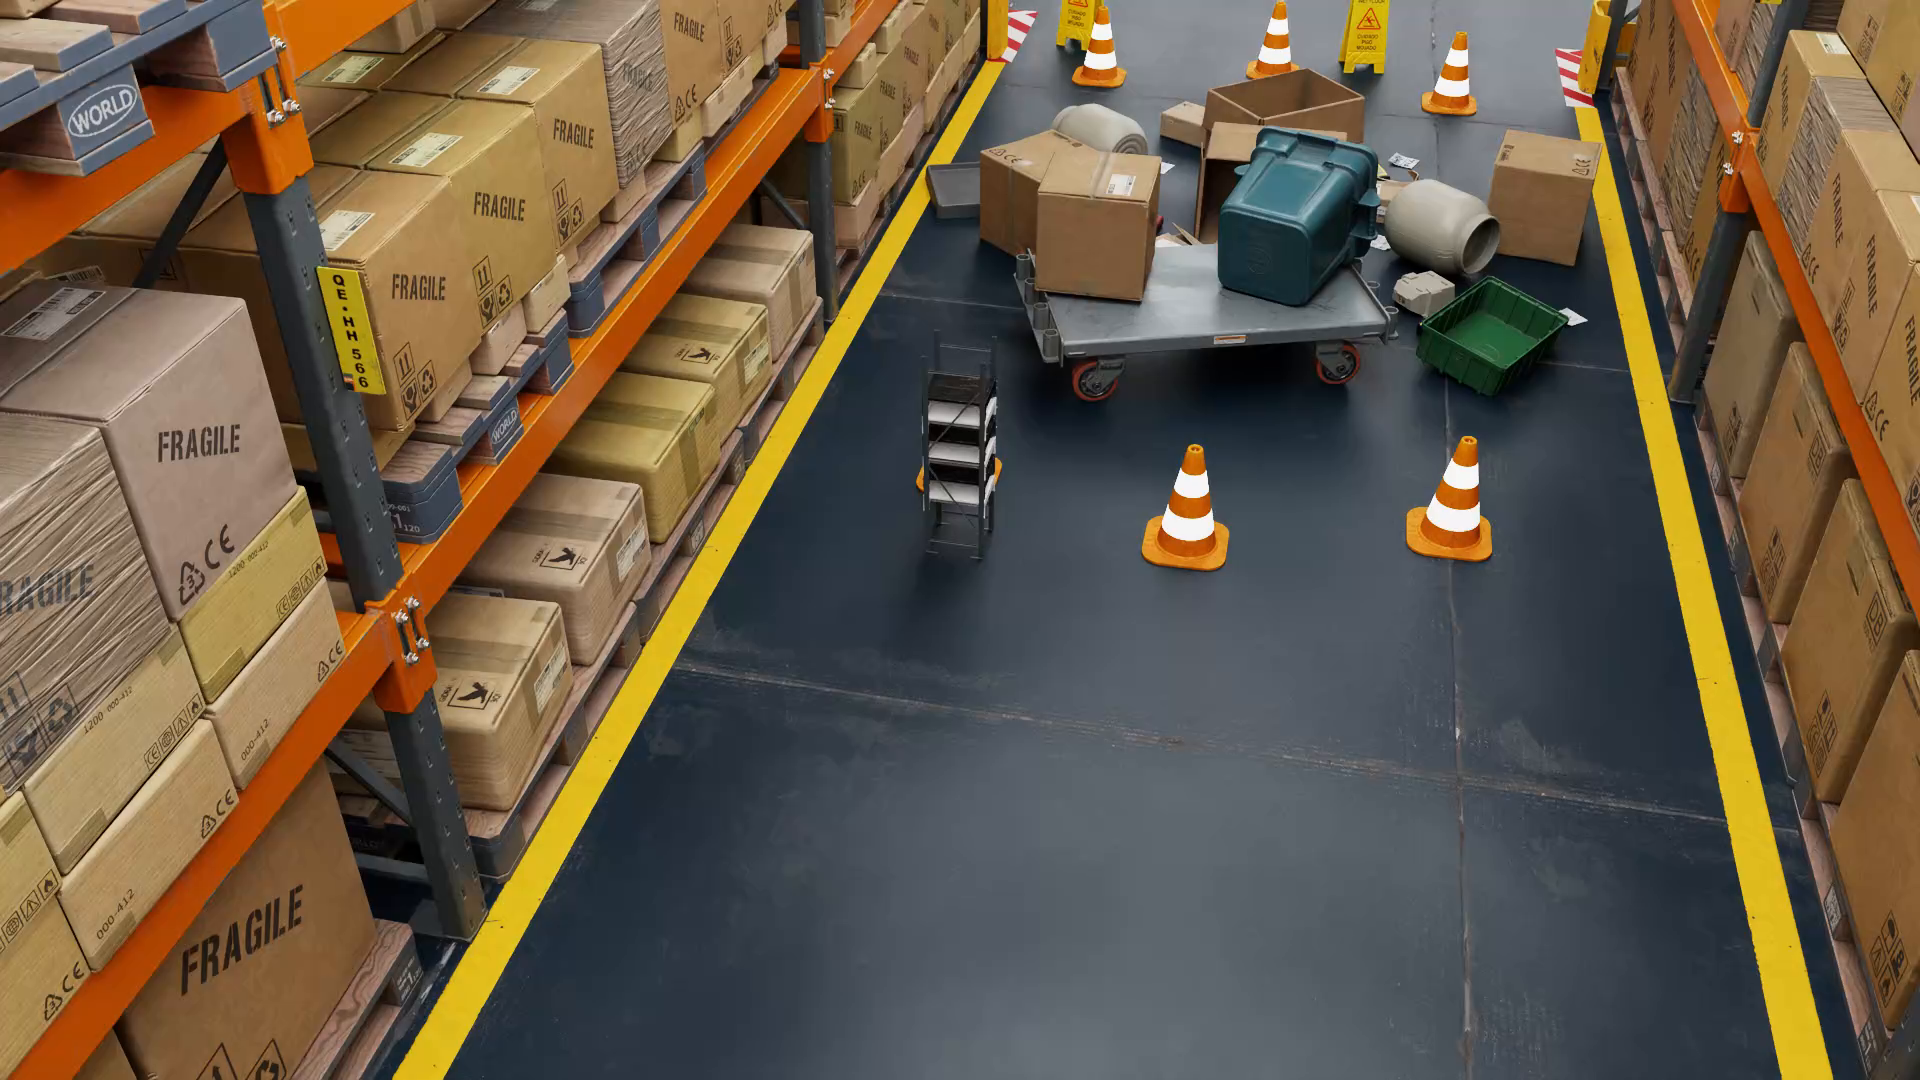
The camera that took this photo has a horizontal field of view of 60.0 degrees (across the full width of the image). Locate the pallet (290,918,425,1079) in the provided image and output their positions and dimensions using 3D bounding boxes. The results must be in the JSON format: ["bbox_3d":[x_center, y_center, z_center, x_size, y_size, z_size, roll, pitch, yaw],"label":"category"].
[{"bbox_3d":[-2.202,1.489,4.516,1.003,0.211,1.213,7,37,10],"label":"pallet"}]

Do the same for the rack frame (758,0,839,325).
[{"bbox_3d":[-1.106,-2.376,7.473,1.000,3.000,0.127,7,37,10],"label":"rack frame"}]

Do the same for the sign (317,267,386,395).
[{"bbox_3d":[-1.417,-0.484,3.875,0.100,0.325,0.005,7,37,10],"label":"sign"}]

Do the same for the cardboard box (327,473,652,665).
[{"bbox_3d":[-1.680,0.064,5.987,0.950,0.372,0.625,7,36,9],"label":"cardboard box"}]

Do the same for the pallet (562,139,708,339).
[{"bbox_3d":[-1.577,-1.145,5.938,1.003,0.211,1.213,7,37,10],"label":"pallet"}]

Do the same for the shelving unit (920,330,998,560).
[{"bbox_3d":[-0.002,-0.360,6.479,0.258,0.900,0.210,7,37,10],"label":"shelving unit"}]

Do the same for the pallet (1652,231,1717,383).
[{"bbox_3d":[3.991,-1.111,8.103,1.003,0.211,1.213,7,37,10],"label":"pallet"}]

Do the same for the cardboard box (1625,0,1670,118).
[{"bbox_3d":[4.526,-3.020,9.813,0.875,0.875,0.875,8,37,10],"label":"cardboard box"}]

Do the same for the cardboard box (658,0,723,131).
[{"bbox_3d":[-1.201,-1.834,6.028,0.500,0.500,0.500,9,37,12],"label":"cardboard box"}]

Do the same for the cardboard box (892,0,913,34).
[{"bbox_3d":[-0.468,-2.817,8.875,0.380,0.149,0.250,9,37,13],"label":"cardboard box"}]

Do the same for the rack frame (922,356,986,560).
[{"bbox_3d":[-0.023,-0.301,6.399,0.240,0.900,0.006,7,37,10],"label":"rack frame"}]

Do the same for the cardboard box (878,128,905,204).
[{"bbox_3d":[-0.613,-2.045,9.000,0.500,0.250,0.500,9,37,13],"label":"cardboard box"}]

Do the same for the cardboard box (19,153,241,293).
[{"bbox_3d":[-2.134,-0.709,4.476,0.500,0.500,0.500,6,36,9],"label":"cardboard box"}]

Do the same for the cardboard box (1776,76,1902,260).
[{"bbox_3d":[3.269,-1.297,5.898,0.500,0.500,0.500,8,37,10],"label":"cardboard box"}]

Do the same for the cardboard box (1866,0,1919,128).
[{"bbox_3d":[3.544,-1.678,5.573,0.700,0.500,0.500,7,36,9],"label":"cardboard box"}]

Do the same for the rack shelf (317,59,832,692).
[{"bbox_3d":[-1.533,-0.938,6.102,1.077,0.370,4.000,7,37,10],"label":"rack shelf"}]

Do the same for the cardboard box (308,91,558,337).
[{"bbox_3d":[-1.533,-0.943,4.798,0.500,0.500,0.500,9,37,12],"label":"cardboard box"}]

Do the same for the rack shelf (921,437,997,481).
[{"bbox_3d":[-0.002,-0.333,6.499,0.258,0.077,0.200,7,37,10],"label":"rack shelf"}]

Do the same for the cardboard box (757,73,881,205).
[{"bbox_3d":[-0.716,-2.041,8.356,0.500,0.500,0.500,9,37,12],"label":"cardboard box"}]

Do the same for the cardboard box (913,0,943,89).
[{"bbox_3d":[-0.390,-2.950,9.610,0.500,0.500,0.500,6,36,9],"label":"cardboard box"}]

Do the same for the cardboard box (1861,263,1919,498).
[{"bbox_3d":[2.946,-0.425,4.695,0.500,0.500,0.500,7,36,9],"label":"cardboard box"}]

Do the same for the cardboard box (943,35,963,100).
[{"bbox_3d":[-0.279,-2.933,10.226,0.500,0.250,0.500,7,37,10],"label":"cardboard box"}]

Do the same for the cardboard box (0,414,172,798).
[{"bbox_3d":[-1.916,0.096,3.124,0.500,0.500,0.500,8,37,11],"label":"cardboard box"}]

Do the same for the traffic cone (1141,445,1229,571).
[{"bbox_3d":[0.912,-0.171,6.592,0.336,0.463,0.334,7,37,10],"label":"traffic cone"}]

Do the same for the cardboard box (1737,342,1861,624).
[{"bbox_3d":[3.497,-0.153,5.964,1.050,0.750,0.750,7,37,10],"label":"cardboard box"}]

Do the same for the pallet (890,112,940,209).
[{"bbox_3d":[-0.738,-2.338,9.796,1.003,0.211,1.213,7,37,10],"label":"pallet"}]

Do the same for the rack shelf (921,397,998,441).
[{"bbox_3d":[-0.002,-0.478,6.393,0.258,0.077,0.200,7,37,10],"label":"rack shelf"}]

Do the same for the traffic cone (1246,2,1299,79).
[{"bbox_3d":[2.074,-3.290,10.895,0.336,0.463,0.334,7,37,10],"label":"traffic cone"}]

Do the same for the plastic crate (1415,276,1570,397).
[{"bbox_3d":[2.509,-0.962,7.869,0.450,0.188,0.662,36,48,26],"label":"plastic crate"}]

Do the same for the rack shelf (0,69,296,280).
[{"bbox_3d":[-2.387,0.140,2.057,1.077,0.370,4.000,7,37,10],"label":"rack shelf"}]

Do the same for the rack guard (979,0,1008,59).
[{"bbox_3d":[-0.267,-3.614,11.310,1.175,0.500,0.348,7,37,10],"label":"rack guard"}]

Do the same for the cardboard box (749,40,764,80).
[{"bbox_3d":[-1.019,-1.966,6.763,0.380,0.149,0.250,6,36,9],"label":"cardboard box"}]

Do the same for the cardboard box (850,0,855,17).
[{"bbox_3d":[-0.722,-2.566,7.949,0.380,0.149,0.250,8,37,11],"label":"cardboard box"}]

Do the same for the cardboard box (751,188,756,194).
[{"bbox_3d":[-1.241,-2.109,8.451,0.500,0.500,0.500,7,36,9],"label":"cardboard box"}]

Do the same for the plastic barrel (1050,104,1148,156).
[{"bbox_3d":[0.787,-2.252,9.497,0.421,0.421,0.512,-24,42,-30],"label":"plastic barrel"}]

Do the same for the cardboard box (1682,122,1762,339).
[{"bbox_3d":[3.954,-1.475,7.682,0.875,0.875,0.875,8,37,11],"label":"cardboard box"}]

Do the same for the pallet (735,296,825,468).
[{"bbox_3d":[-1.270,-0.801,7.675,1.003,0.211,1.213,7,37,10],"label":"pallet"}]

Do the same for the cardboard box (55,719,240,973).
[{"bbox_3d":[-1.908,0.595,3.501,0.500,0.250,0.500,8,37,11],"label":"cardboard box"}]

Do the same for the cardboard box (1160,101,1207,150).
[{"bbox_3d":[1.442,-2.511,10.088,0.380,0.149,0.250,28,44,33],"label":"cardboard box"}]

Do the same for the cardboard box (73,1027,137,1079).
[{"bbox_3d":[-2.383,1.504,3.572,0.875,0.875,0.875,8,37,11],"label":"cardboard box"}]

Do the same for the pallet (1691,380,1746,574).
[{"bbox_3d":[3.661,-0.233,6.891,1.003,0.211,1.213,7,37,10],"label":"pallet"}]

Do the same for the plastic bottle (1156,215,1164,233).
[{"bbox_3d":[1.002,-1.691,9.031,0.133,0.061,0.283,14,38,18],"label":"plastic bottle"}]

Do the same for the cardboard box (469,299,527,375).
[{"bbox_3d":[-1.512,-0.623,4.910,0.380,0.149,0.250,5,36,7],"label":"cardboard box"}]

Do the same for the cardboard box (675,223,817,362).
[{"bbox_3d":[-1.215,-1.181,7.705,0.950,0.372,0.625,8,37,11],"label":"cardboard box"}]

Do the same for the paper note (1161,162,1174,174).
[{"bbox_3d":[1.163,-2.203,9.773,0.148,0.019,0.142,20,41,26],"label":"paper note"}]

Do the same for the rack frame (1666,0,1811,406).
[{"bbox_3d":[3.752,-1.814,6.696,1.000,3.000,0.127,7,37,10],"label":"rack frame"}]

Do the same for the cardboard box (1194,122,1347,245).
[{"bbox_3d":[1.655,-1.852,8.761,0.797,0.637,0.503,7,37,10],"label":"cardboard box"}]

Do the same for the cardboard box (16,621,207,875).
[{"bbox_3d":[-1.921,0.379,3.372,0.500,0.250,0.500,6,36,9],"label":"cardboard box"}]

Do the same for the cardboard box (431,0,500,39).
[{"bbox_3d":[-1.811,-1.610,5.718,0.500,0.500,0.500,6,36,8],"label":"cardboard box"}]

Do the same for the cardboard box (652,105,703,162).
[{"bbox_3d":[-1.178,-1.532,6.164,0.380,0.149,0.250,7,37,10],"label":"cardboard box"}]

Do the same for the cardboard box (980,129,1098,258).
[{"bbox_3d":[0.453,-1.809,8.818,0.500,0.500,0.500,-24,42,-30],"label":"cardboard box"}]

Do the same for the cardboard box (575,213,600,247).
[{"bbox_3d":[-1.436,-1.093,5.559,0.380,0.149,0.250,9,37,12],"label":"cardboard box"}]
